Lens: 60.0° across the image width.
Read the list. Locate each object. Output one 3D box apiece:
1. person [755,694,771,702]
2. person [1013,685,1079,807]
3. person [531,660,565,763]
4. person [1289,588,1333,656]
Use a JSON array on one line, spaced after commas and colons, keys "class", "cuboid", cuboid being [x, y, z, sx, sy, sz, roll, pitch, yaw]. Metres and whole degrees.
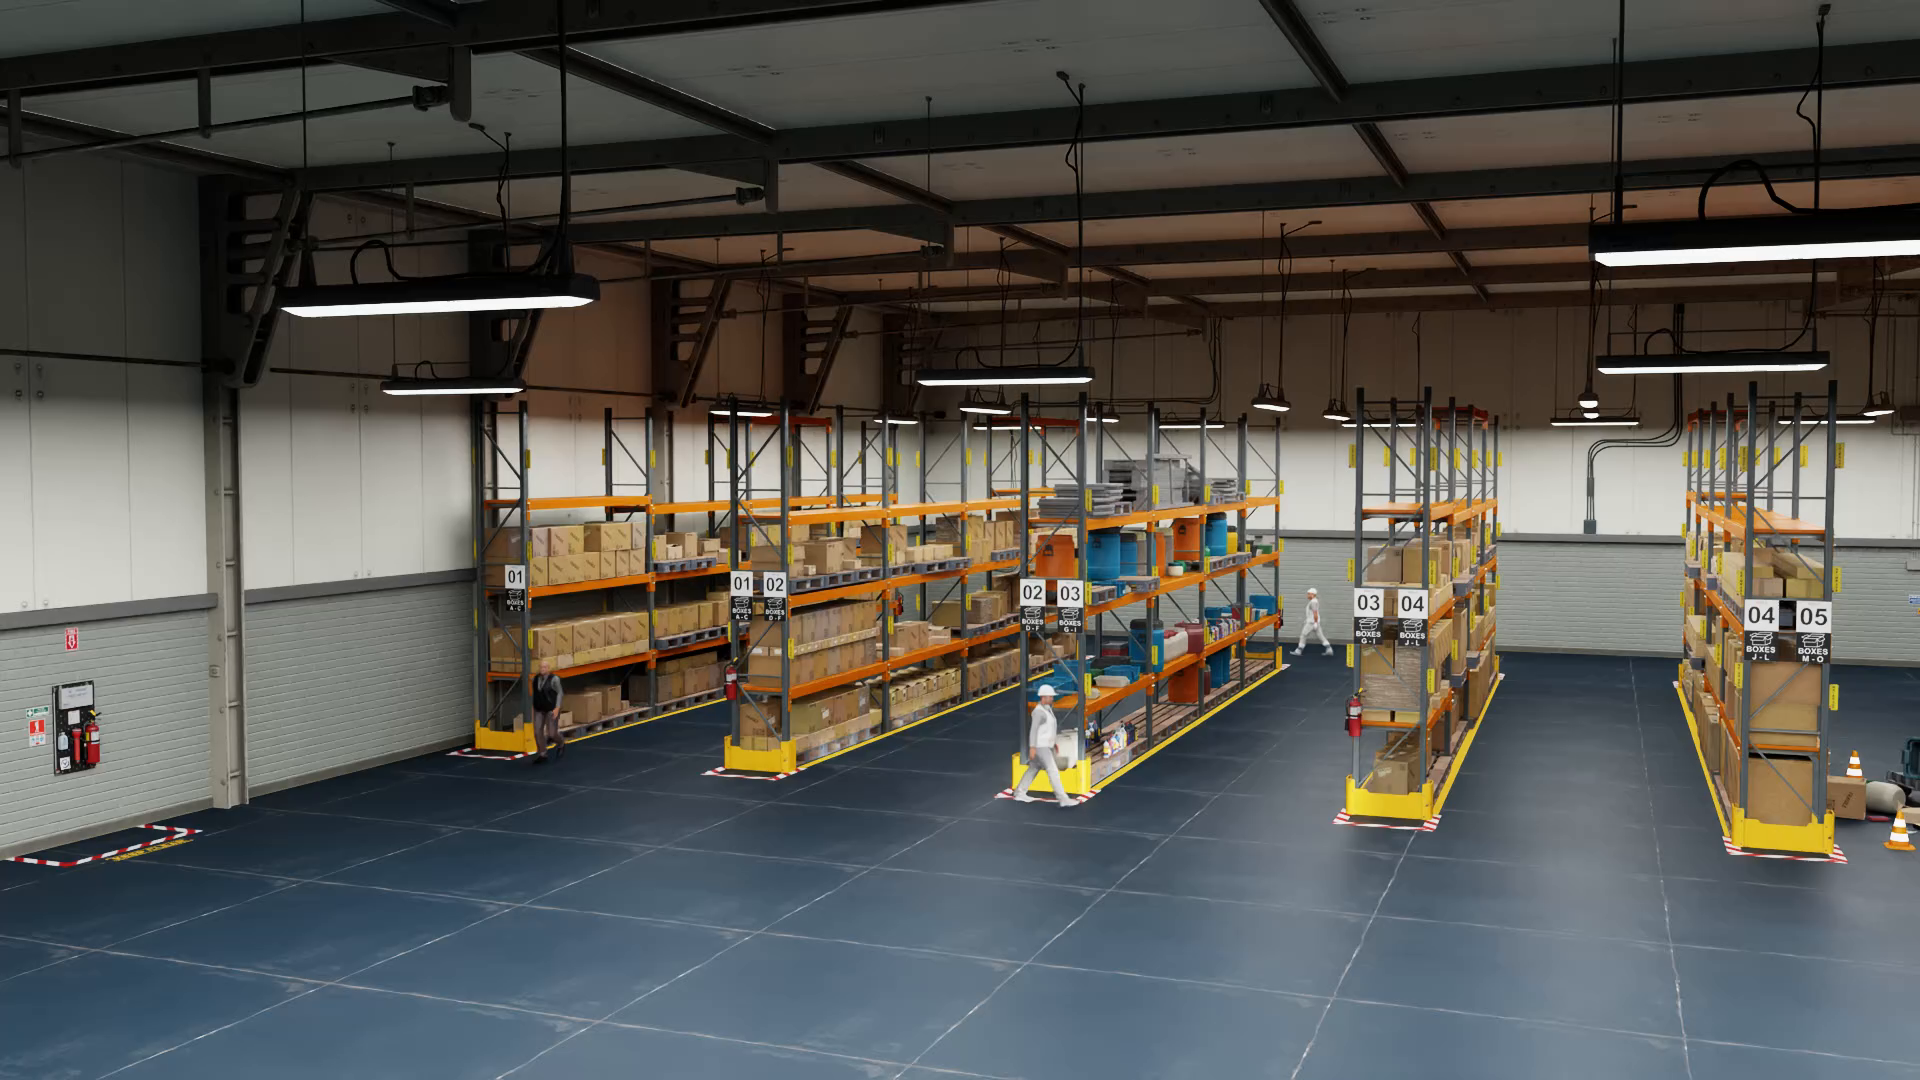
[{"class": "person", "cuboid": [-3.734, 2.597, 31.599, 0.528, 1.711, 1.095, 0, 3, 2]}, {"class": "person", "cuboid": [1.252, 2.951, 23.983, 1.006, 1.712, 0.572, 1, 3, 11]}, {"class": "person", "cuboid": [-6.816, 2.820, 27.563, 0.601, 1.704, 0.611, 1, 3, 12]}, {"class": "person", "cuboid": [8.892, 2.084, 42.021, 1.092, 1.738, 0.493, 2, 3, 33]}]
